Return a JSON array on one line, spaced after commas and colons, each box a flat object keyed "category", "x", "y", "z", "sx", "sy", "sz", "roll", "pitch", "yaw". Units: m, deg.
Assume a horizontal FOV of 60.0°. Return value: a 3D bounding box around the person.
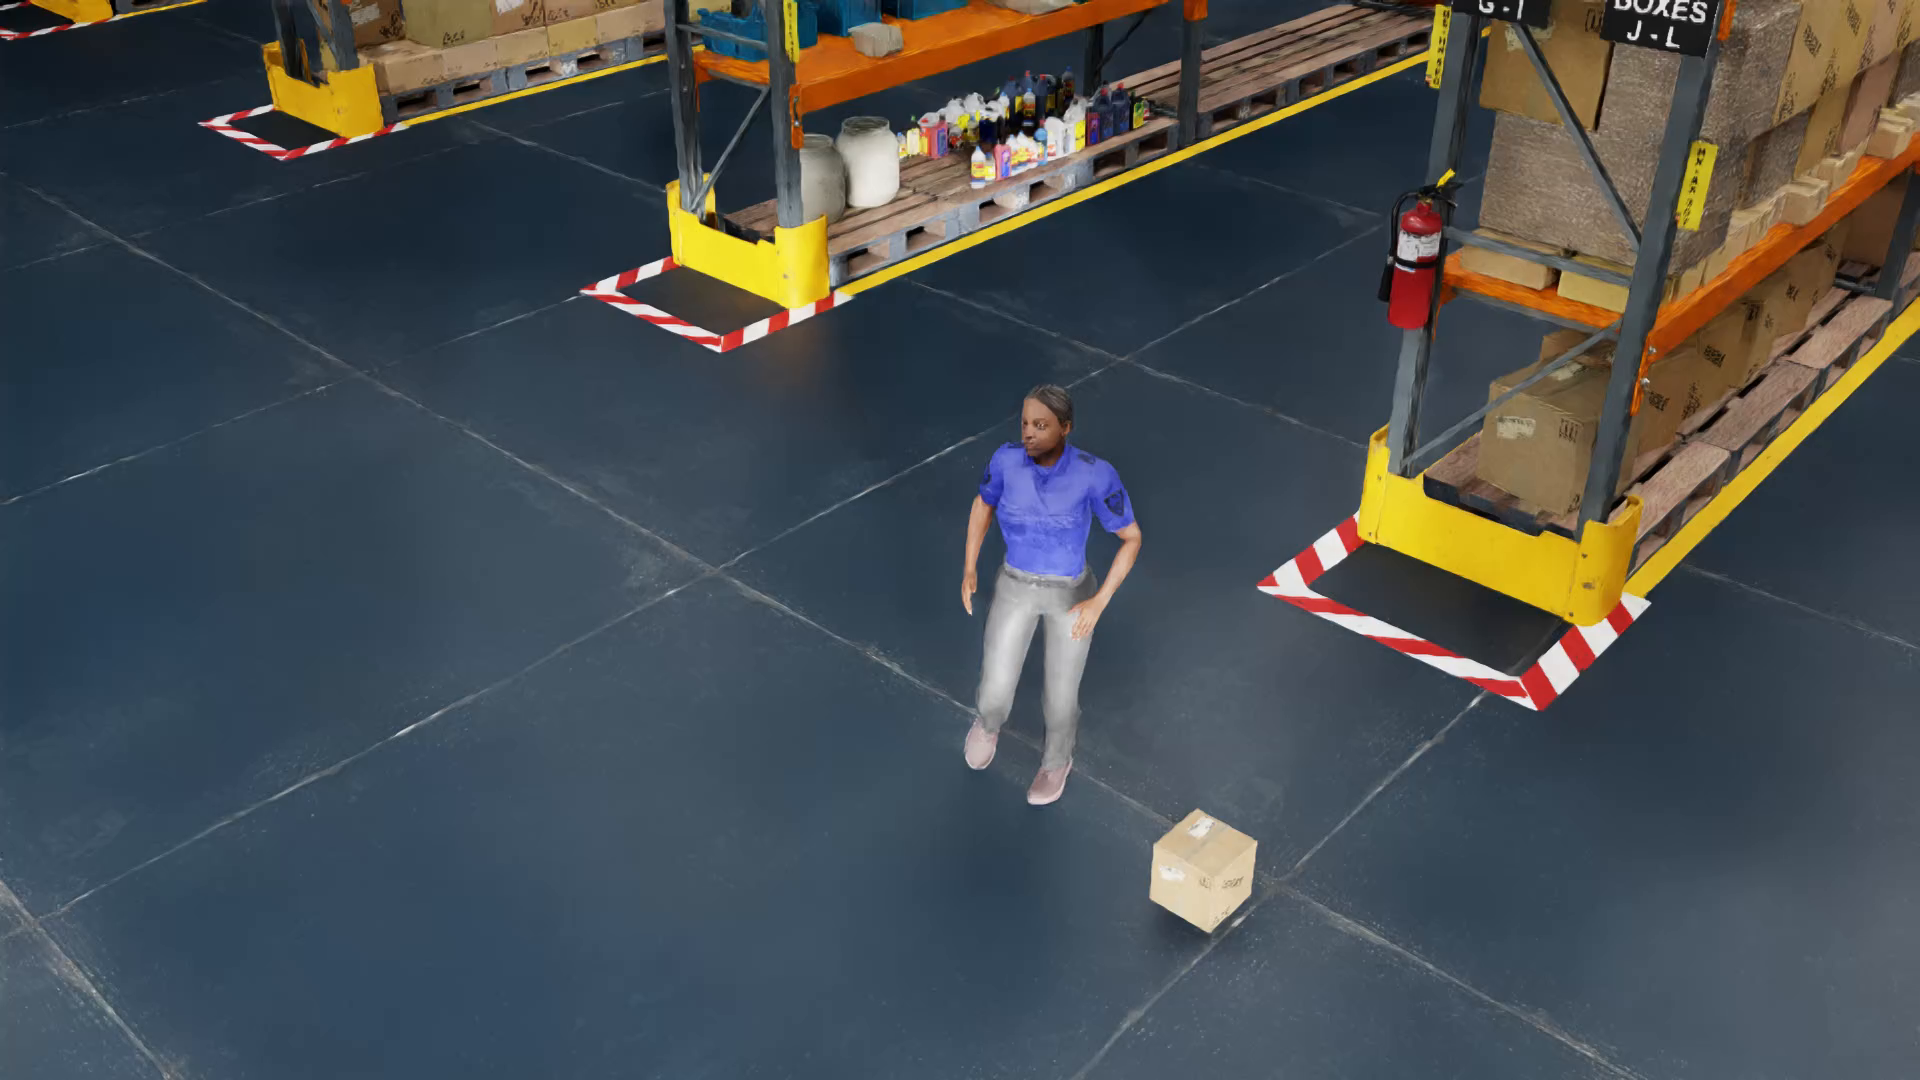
[{"category": "person", "x": 0.302, "y": 0.229, "z": 5.808, "sx": 0.621, "sy": 1.627, "sz": 0.472, "roll": 7, "pitch": 32, "yaw": 11}]
